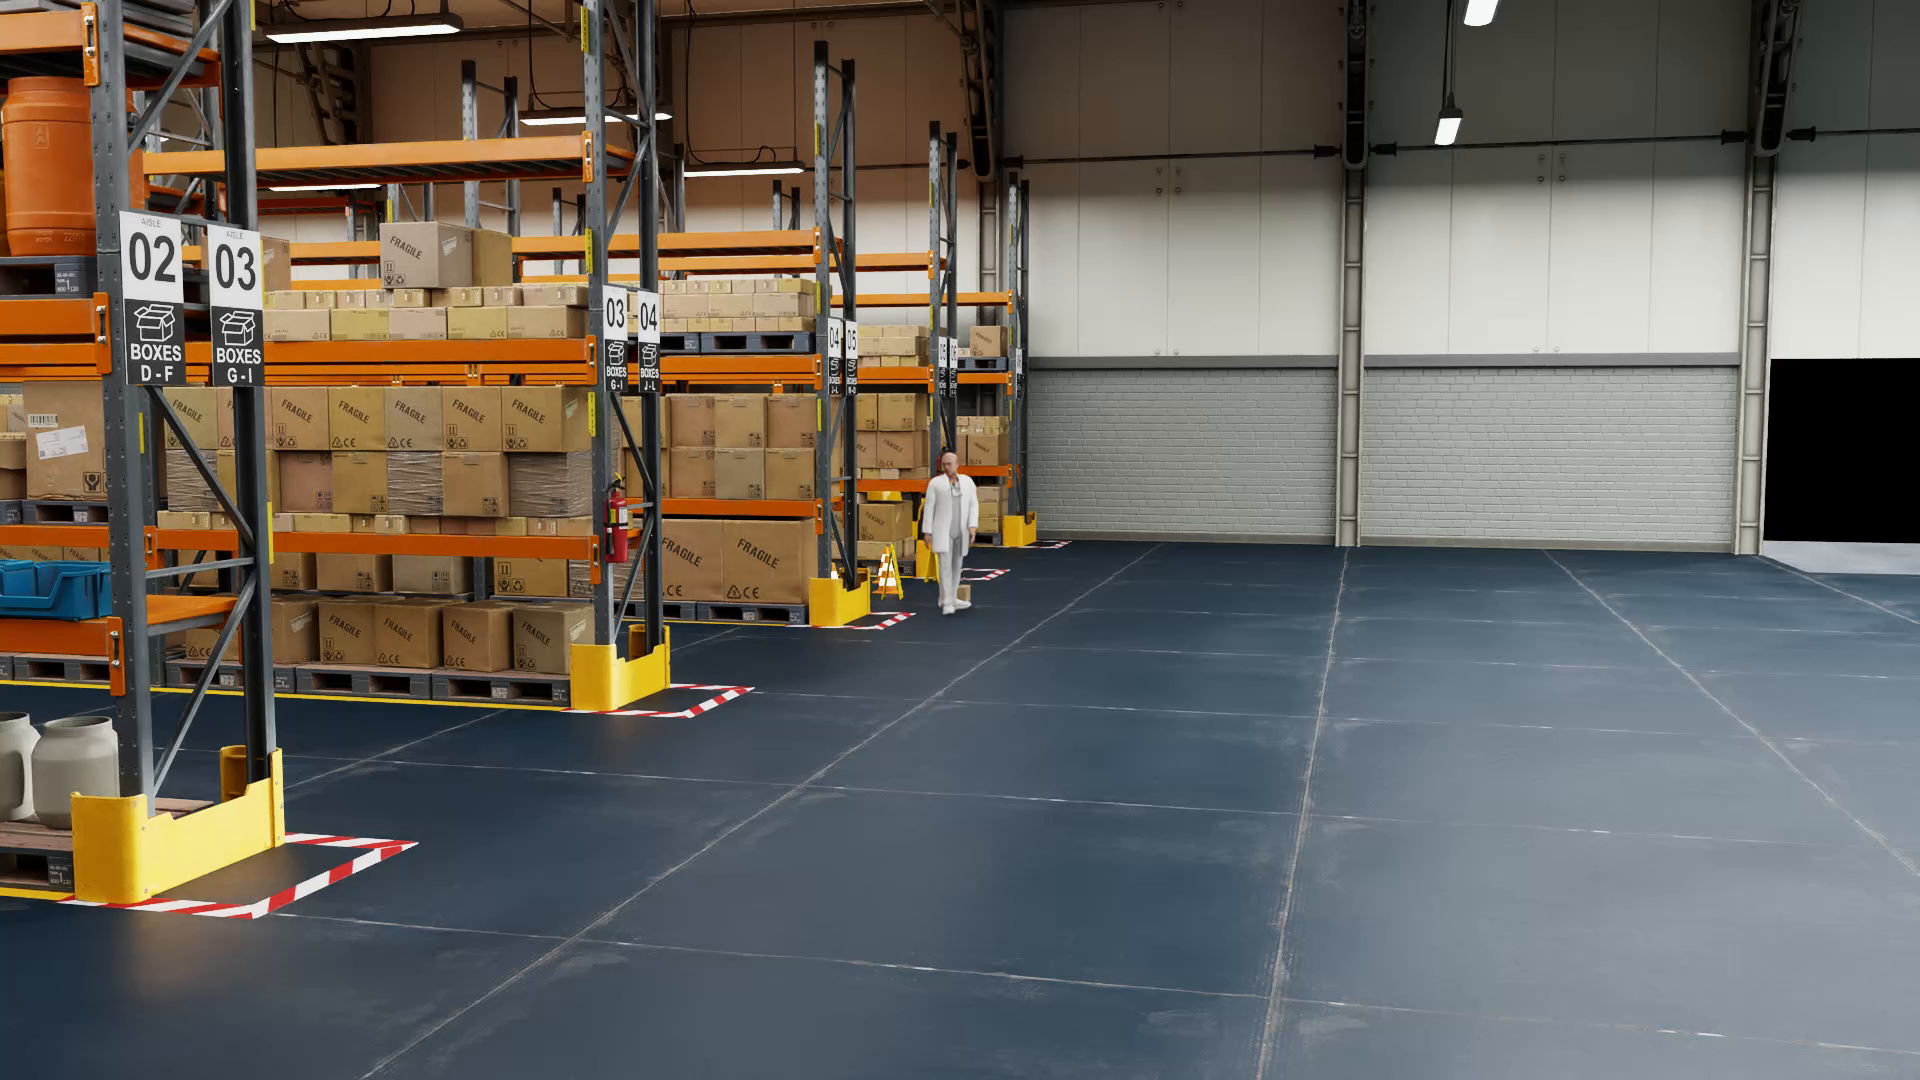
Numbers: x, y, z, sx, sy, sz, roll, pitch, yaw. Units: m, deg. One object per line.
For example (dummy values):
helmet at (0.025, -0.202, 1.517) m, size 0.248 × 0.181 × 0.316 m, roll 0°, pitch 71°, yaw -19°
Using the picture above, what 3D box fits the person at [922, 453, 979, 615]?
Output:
person at (-0.103, -0.078, 18.261) m, size 0.611 × 1.764 × 0.766 m, roll -2°, pitch 5°, yaw -22°
